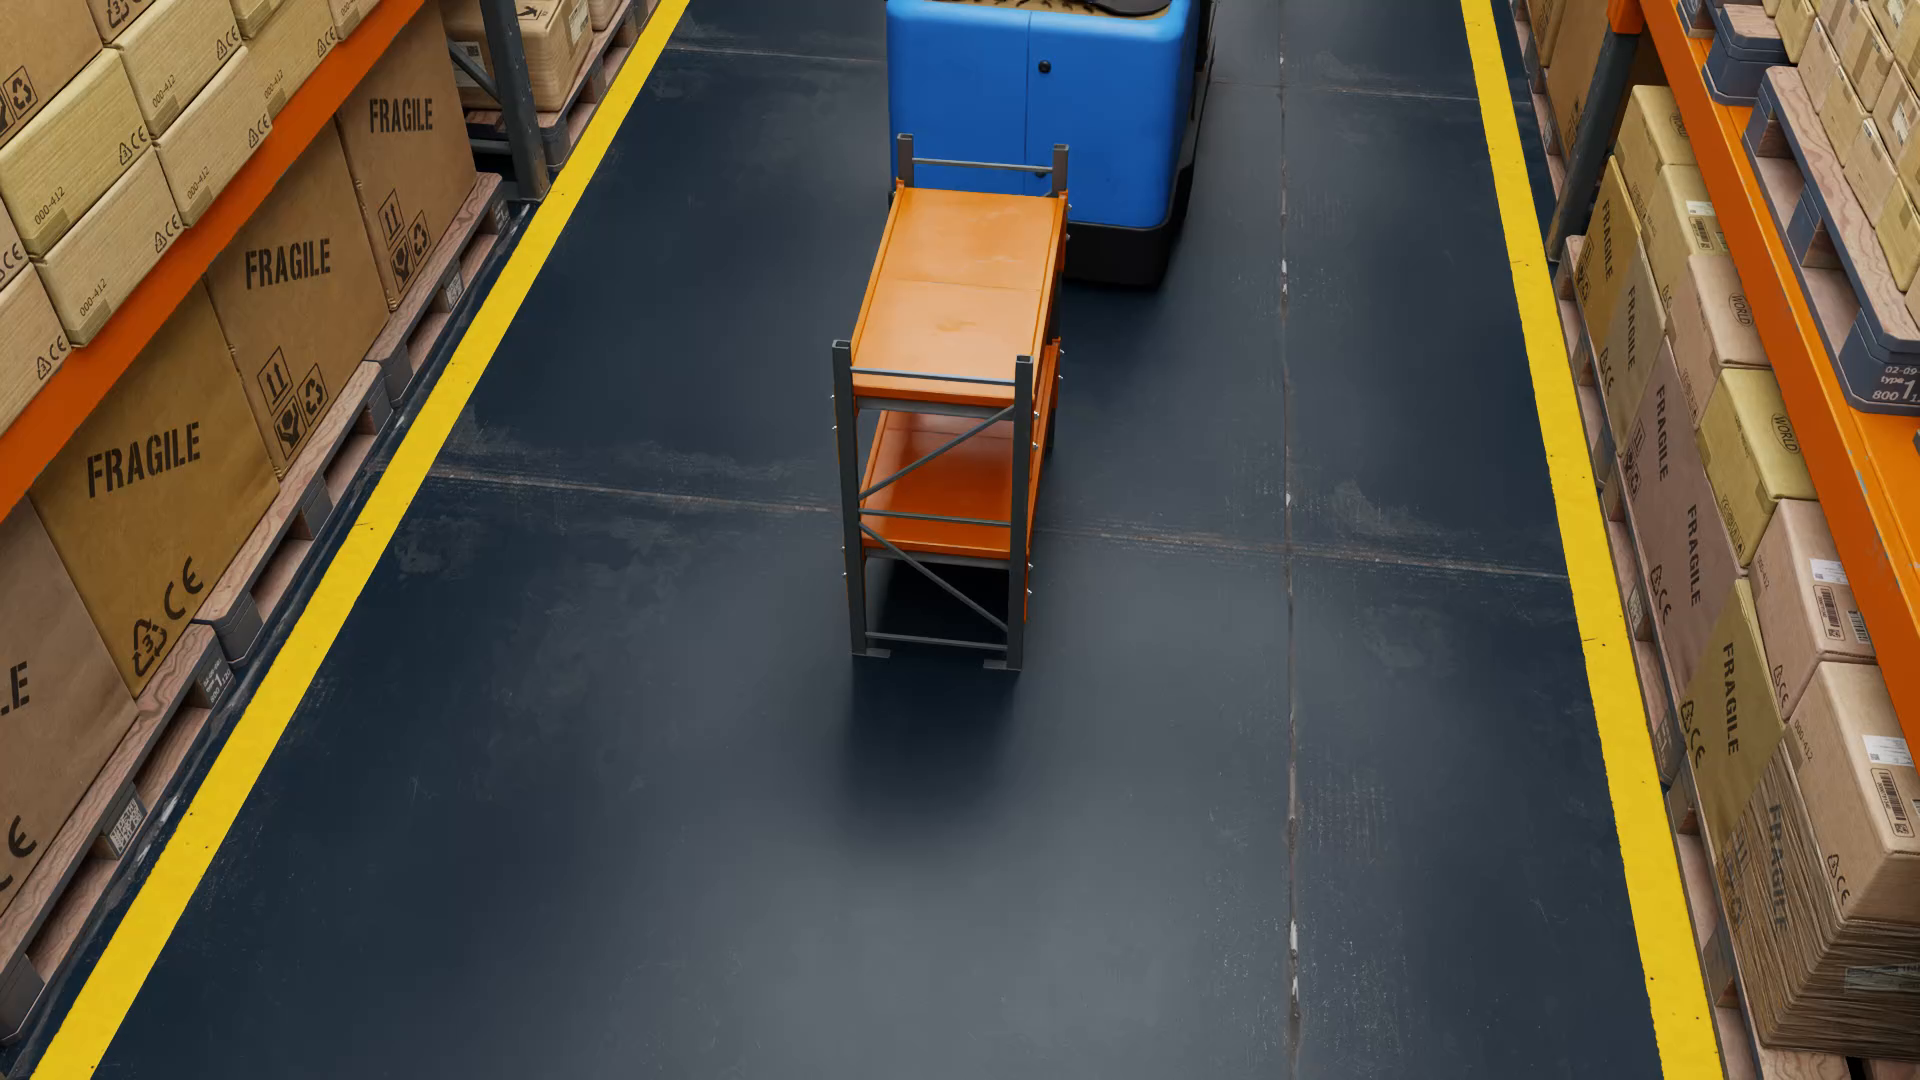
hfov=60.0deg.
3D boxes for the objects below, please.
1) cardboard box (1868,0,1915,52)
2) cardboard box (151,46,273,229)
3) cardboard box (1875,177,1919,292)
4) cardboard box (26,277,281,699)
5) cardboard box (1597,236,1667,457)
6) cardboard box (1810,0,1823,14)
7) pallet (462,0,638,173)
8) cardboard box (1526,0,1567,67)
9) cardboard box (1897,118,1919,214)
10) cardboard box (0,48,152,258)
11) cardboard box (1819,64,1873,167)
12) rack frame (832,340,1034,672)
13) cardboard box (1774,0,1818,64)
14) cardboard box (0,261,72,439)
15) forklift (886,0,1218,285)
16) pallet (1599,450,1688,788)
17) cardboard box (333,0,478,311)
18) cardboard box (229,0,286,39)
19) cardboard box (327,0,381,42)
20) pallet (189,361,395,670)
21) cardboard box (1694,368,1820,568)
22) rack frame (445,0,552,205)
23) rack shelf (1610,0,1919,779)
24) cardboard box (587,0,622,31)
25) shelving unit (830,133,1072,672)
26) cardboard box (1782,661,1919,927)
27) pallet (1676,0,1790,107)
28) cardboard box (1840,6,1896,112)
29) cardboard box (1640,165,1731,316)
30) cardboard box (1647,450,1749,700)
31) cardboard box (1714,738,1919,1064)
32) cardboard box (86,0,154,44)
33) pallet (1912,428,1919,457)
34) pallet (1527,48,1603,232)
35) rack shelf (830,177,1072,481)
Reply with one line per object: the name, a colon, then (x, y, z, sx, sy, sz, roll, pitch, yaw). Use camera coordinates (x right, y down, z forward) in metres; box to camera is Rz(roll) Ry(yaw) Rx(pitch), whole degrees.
cardboard box: (2.330, -1.226, 3.808, 0.380, 0.149, 0.250, 6, 44, 7)
cardboard box: (-2.148, -1.059, 4.296, 0.500, 0.250, 0.500, 5, 44, 5)
cardboard box: (2.252, -0.654, 3.637, 0.380, 0.149, 0.250, 7, 44, 7)
cardboard box: (-2.579, -0.224, 4.545, 0.875, 0.875, 0.875, 6, 44, 7)
cardboard box: (2.346, -0.585, 5.199, 0.500, 0.500, 0.500, 6, 44, 6)
cardboard box: (2.394, -1.461, 4.272, 0.380, 0.149, 0.250, 5, 44, 6)
pallet: (-2.060, -2.043, 7.254, 1.003, 0.211, 1.213, 5, 44, 6)
cardboard box: (3.037, -2.481, 7.019, 1.050, 0.750, 0.750, 6, 44, 6)
cardboard box: (2.254, -0.773, 3.546, 0.380, 0.149, 0.250, 5, 44, 6)
cardboard box: (-2.222, -0.898, 3.762, 0.500, 0.250, 0.500, 6, 44, 6)
cardboard box: (2.323, -1.013, 4.016, 0.380, 0.149, 0.250, 6, 44, 6)
rack frame: (-0.068, -0.057, 4.493, 0.500, 1.125, 0.032, 5, 44, 6)
cardboard box: (2.391, -1.366, 4.388, 0.380, 0.149, 0.250, 7, 44, 7)
cardboard box: (-2.307, -0.371, 3.570, 0.500, 0.250, 0.500, 4, 44, 4)
forklift: (0.525, -3.029, 6.317, 1.130, 2.935, 3.031, 8, 44, 8)
pallet: (2.487, 0.232, 4.852, 1.003, 0.211, 1.213, 5, 44, 6)
cardboard box: (-2.338, -1.441, 5.830, 0.875, 0.875, 0.875, 5, 44, 5)
cardboard box: (-2.088, -1.597, 4.500, 0.500, 0.250, 0.500, 4, 44, 4)
cardboard box: (-2.026, -1.751, 5.027, 0.500, 0.250, 0.500, 6, 44, 6)
pallet: (-2.507, -0.151, 5.256, 1.003, 0.211, 1.213, 5, 44, 6)
cardboard box: (2.211, -0.174, 4.220, 0.500, 0.250, 0.500, 3, 44, 4)
rack frame: (-2.165, -2.523, 5.733, 1.000, 3.000, 0.127, 5, 44, 6)
rack shelf: (2.491, -0.518, 4.139, 1.077, 0.370, 4.000, 5, 44, 6)
cardboard box: (-1.990, -2.609, 7.430, 0.950, 0.372, 0.625, 4, 44, 5)
shelving unit: (-0.001, -0.404, 4.858, 0.538, 1.125, 1.048, 5, 44, 6)
cardboard box: (2.074, 0.536, 3.469, 0.500, 0.250, 0.500, 4, 44, 4)
pallet: (2.767, -1.577, 4.874, 1.213, 0.211, 1.003, 5, 44, 6)
cardboard box: (2.324, -1.123, 3.915, 0.380, 0.149, 0.250, 5, 44, 5)
cardboard box: (2.357, -0.866, 4.950, 0.500, 0.250, 0.500, 5, 44, 5)
cardboard box: (2.215, 0.113, 4.462, 0.500, 0.500, 0.500, 4, 44, 5)
cardboard box: (2.075, 0.812, 3.724, 0.500, 0.500, 0.500, 4, 44, 5)
cardboard box: (-2.180, -1.514, 3.867, 0.500, 0.500, 0.500, 5, 44, 5)
pallet: (2.472, 0.146, 3.054, 1.003, 0.211, 1.213, 5, 44, 6)
pallet: (2.934, -1.660, 6.850, 1.003, 0.211, 1.213, 5, 44, 6)
rack shelf: (-0.001, -0.616, 4.657, 0.538, 0.278, 1.000, 5, 44, 6)
